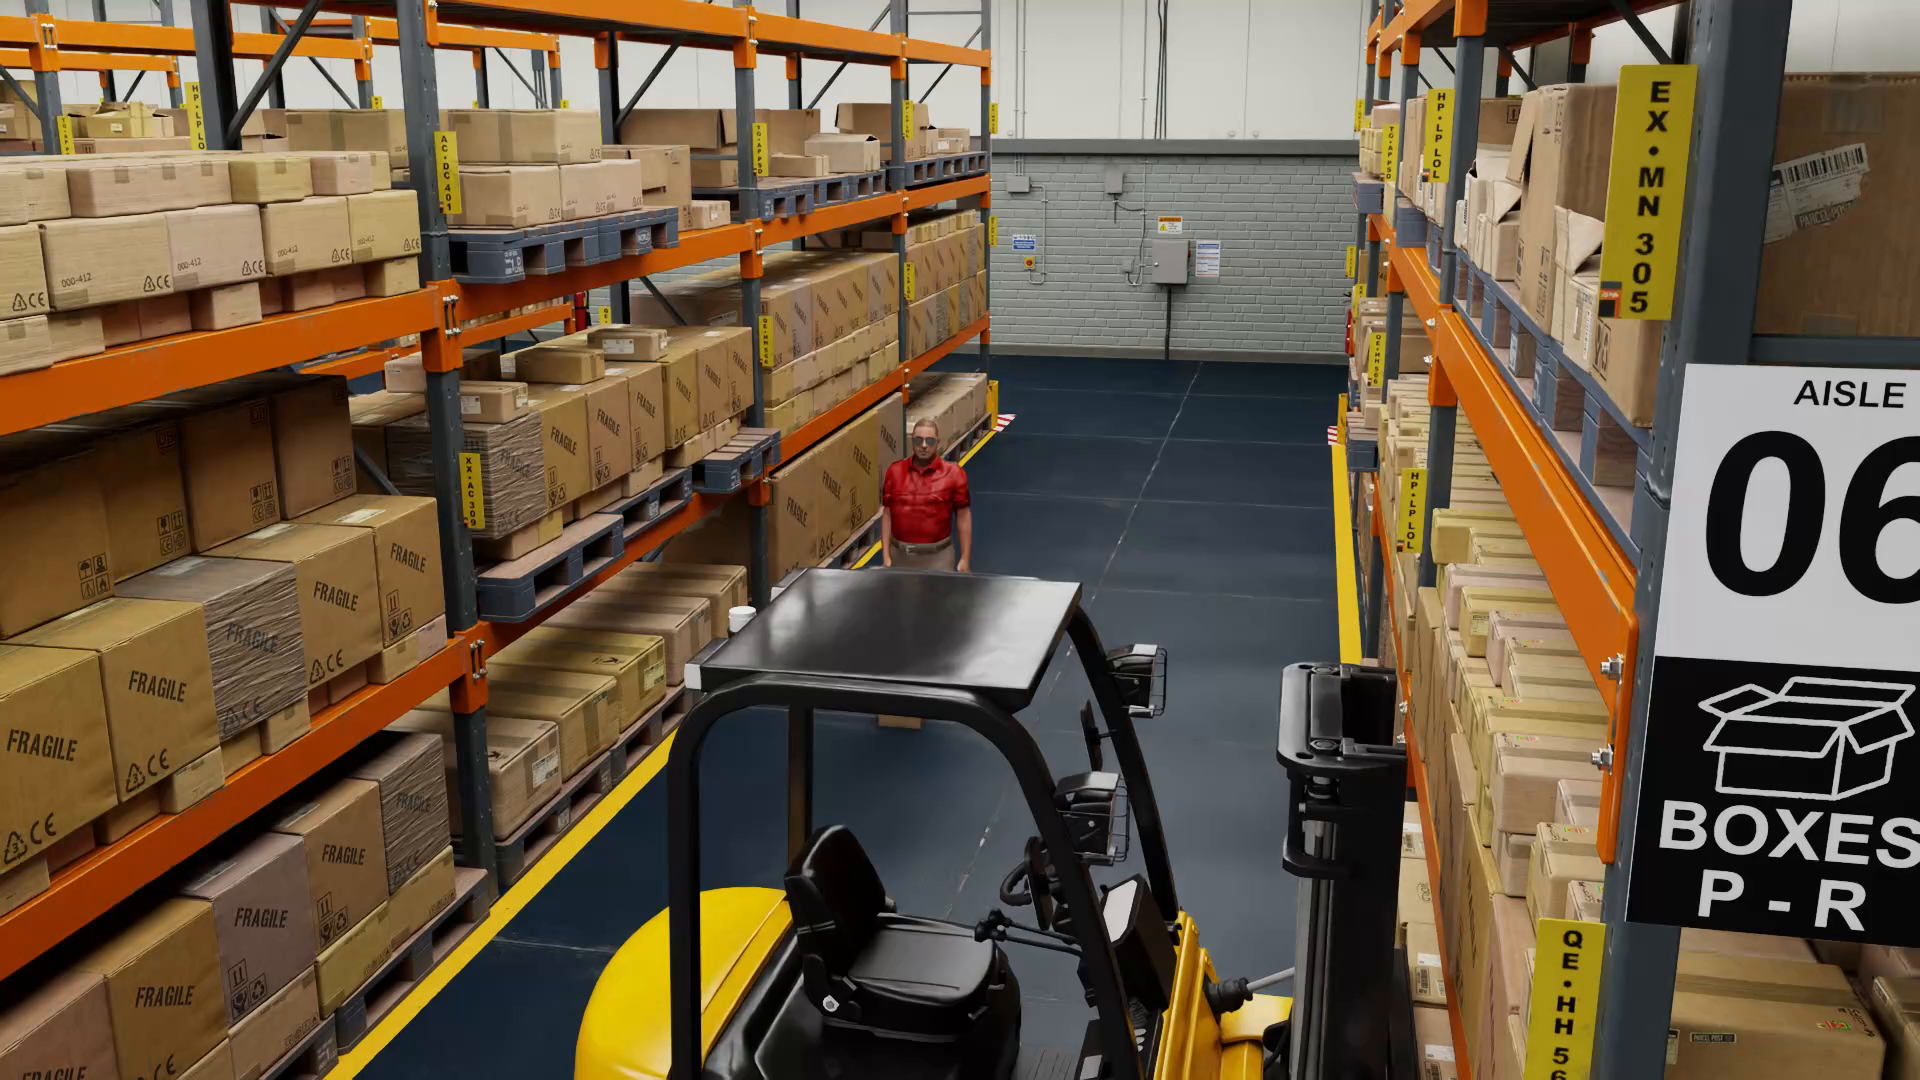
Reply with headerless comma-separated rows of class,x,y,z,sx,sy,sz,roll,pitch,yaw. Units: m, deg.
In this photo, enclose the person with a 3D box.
person,-0.220,0.141,10.042,0.548,1.729,0.519,3,15,13
